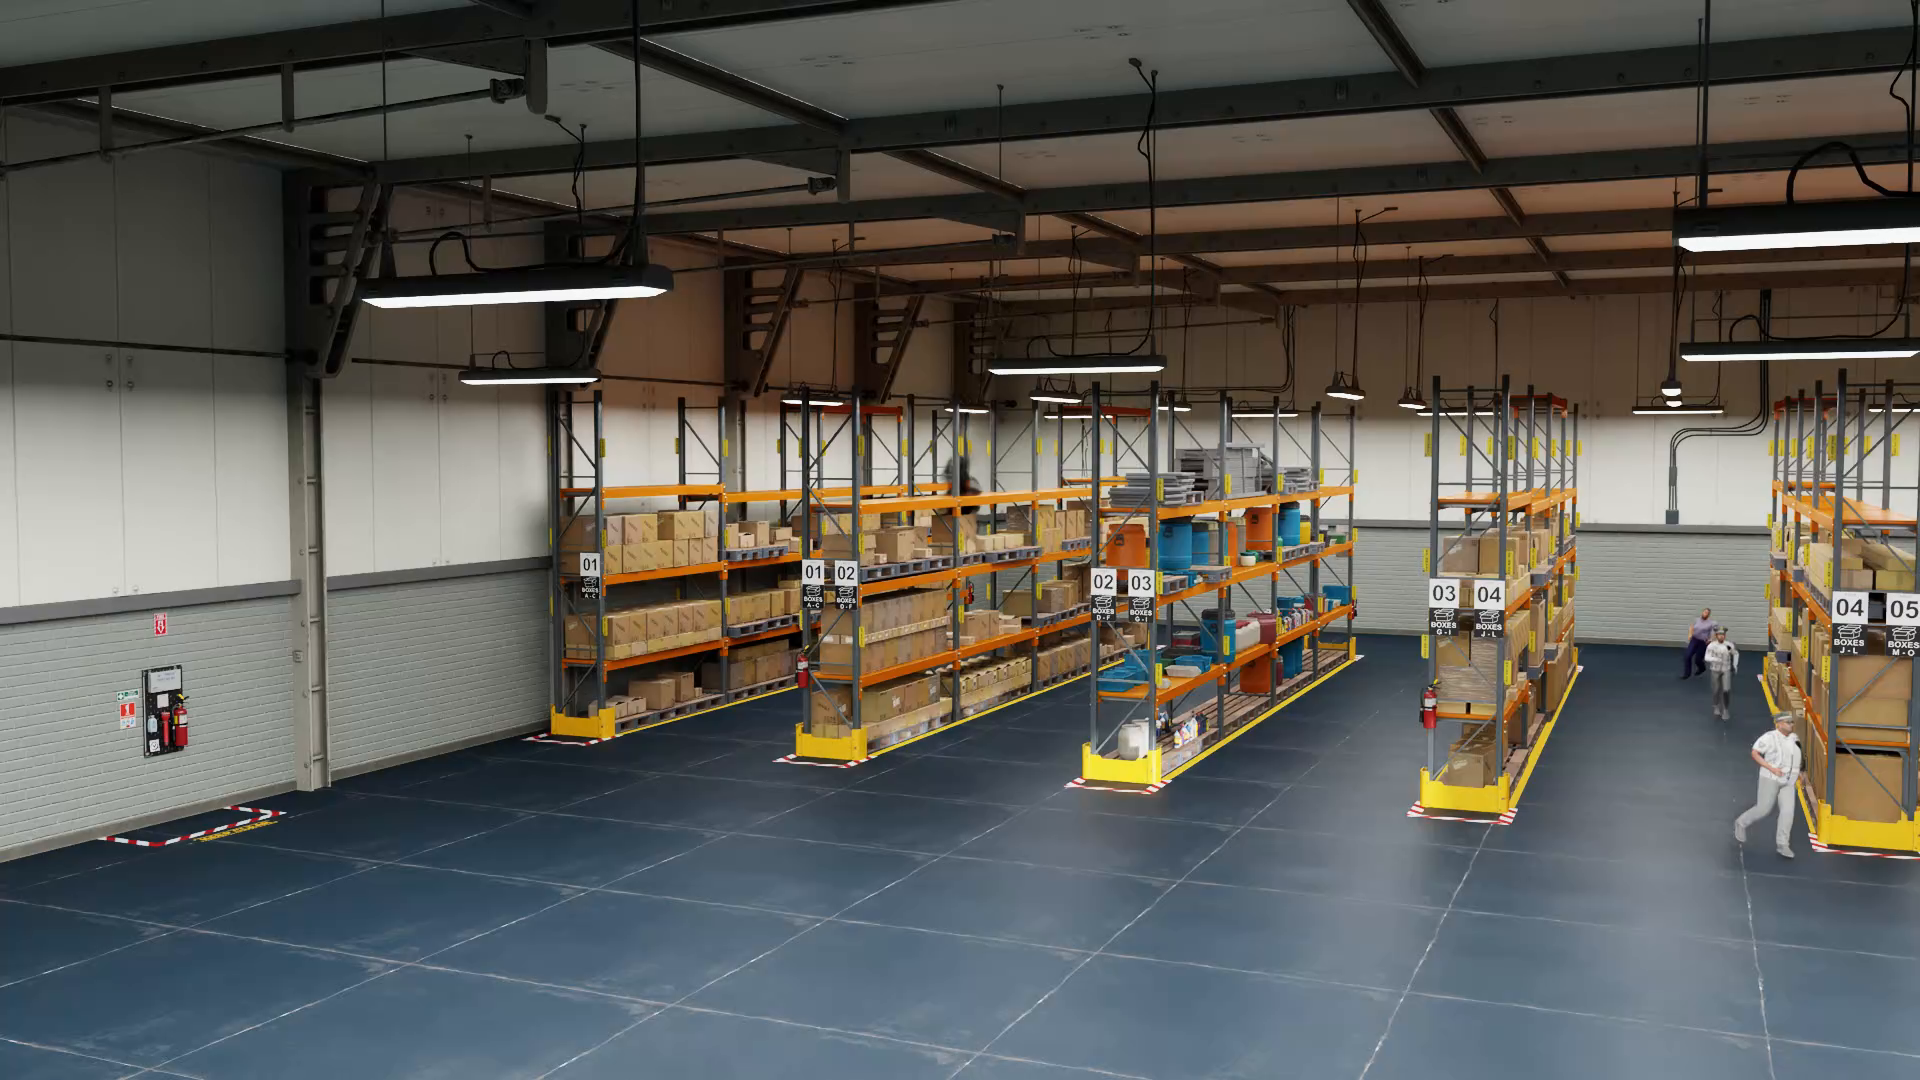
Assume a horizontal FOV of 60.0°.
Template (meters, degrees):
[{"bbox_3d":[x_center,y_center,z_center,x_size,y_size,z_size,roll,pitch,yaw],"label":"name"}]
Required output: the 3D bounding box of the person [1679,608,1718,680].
[{"bbox_3d":[16.052,2.250,35.957,0.689,1.576,0.714,-3,4,-43],"label":"person"}]

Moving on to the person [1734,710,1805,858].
[{"bbox_3d":[10.192,2.982,20.657,0.729,1.744,0.956,-1,3,-10],"label":"person"}]

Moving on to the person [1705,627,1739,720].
[{"bbox_3d":[14.082,2.462,30.749,0.579,1.725,0.691,1,3,24],"label":"person"}]
